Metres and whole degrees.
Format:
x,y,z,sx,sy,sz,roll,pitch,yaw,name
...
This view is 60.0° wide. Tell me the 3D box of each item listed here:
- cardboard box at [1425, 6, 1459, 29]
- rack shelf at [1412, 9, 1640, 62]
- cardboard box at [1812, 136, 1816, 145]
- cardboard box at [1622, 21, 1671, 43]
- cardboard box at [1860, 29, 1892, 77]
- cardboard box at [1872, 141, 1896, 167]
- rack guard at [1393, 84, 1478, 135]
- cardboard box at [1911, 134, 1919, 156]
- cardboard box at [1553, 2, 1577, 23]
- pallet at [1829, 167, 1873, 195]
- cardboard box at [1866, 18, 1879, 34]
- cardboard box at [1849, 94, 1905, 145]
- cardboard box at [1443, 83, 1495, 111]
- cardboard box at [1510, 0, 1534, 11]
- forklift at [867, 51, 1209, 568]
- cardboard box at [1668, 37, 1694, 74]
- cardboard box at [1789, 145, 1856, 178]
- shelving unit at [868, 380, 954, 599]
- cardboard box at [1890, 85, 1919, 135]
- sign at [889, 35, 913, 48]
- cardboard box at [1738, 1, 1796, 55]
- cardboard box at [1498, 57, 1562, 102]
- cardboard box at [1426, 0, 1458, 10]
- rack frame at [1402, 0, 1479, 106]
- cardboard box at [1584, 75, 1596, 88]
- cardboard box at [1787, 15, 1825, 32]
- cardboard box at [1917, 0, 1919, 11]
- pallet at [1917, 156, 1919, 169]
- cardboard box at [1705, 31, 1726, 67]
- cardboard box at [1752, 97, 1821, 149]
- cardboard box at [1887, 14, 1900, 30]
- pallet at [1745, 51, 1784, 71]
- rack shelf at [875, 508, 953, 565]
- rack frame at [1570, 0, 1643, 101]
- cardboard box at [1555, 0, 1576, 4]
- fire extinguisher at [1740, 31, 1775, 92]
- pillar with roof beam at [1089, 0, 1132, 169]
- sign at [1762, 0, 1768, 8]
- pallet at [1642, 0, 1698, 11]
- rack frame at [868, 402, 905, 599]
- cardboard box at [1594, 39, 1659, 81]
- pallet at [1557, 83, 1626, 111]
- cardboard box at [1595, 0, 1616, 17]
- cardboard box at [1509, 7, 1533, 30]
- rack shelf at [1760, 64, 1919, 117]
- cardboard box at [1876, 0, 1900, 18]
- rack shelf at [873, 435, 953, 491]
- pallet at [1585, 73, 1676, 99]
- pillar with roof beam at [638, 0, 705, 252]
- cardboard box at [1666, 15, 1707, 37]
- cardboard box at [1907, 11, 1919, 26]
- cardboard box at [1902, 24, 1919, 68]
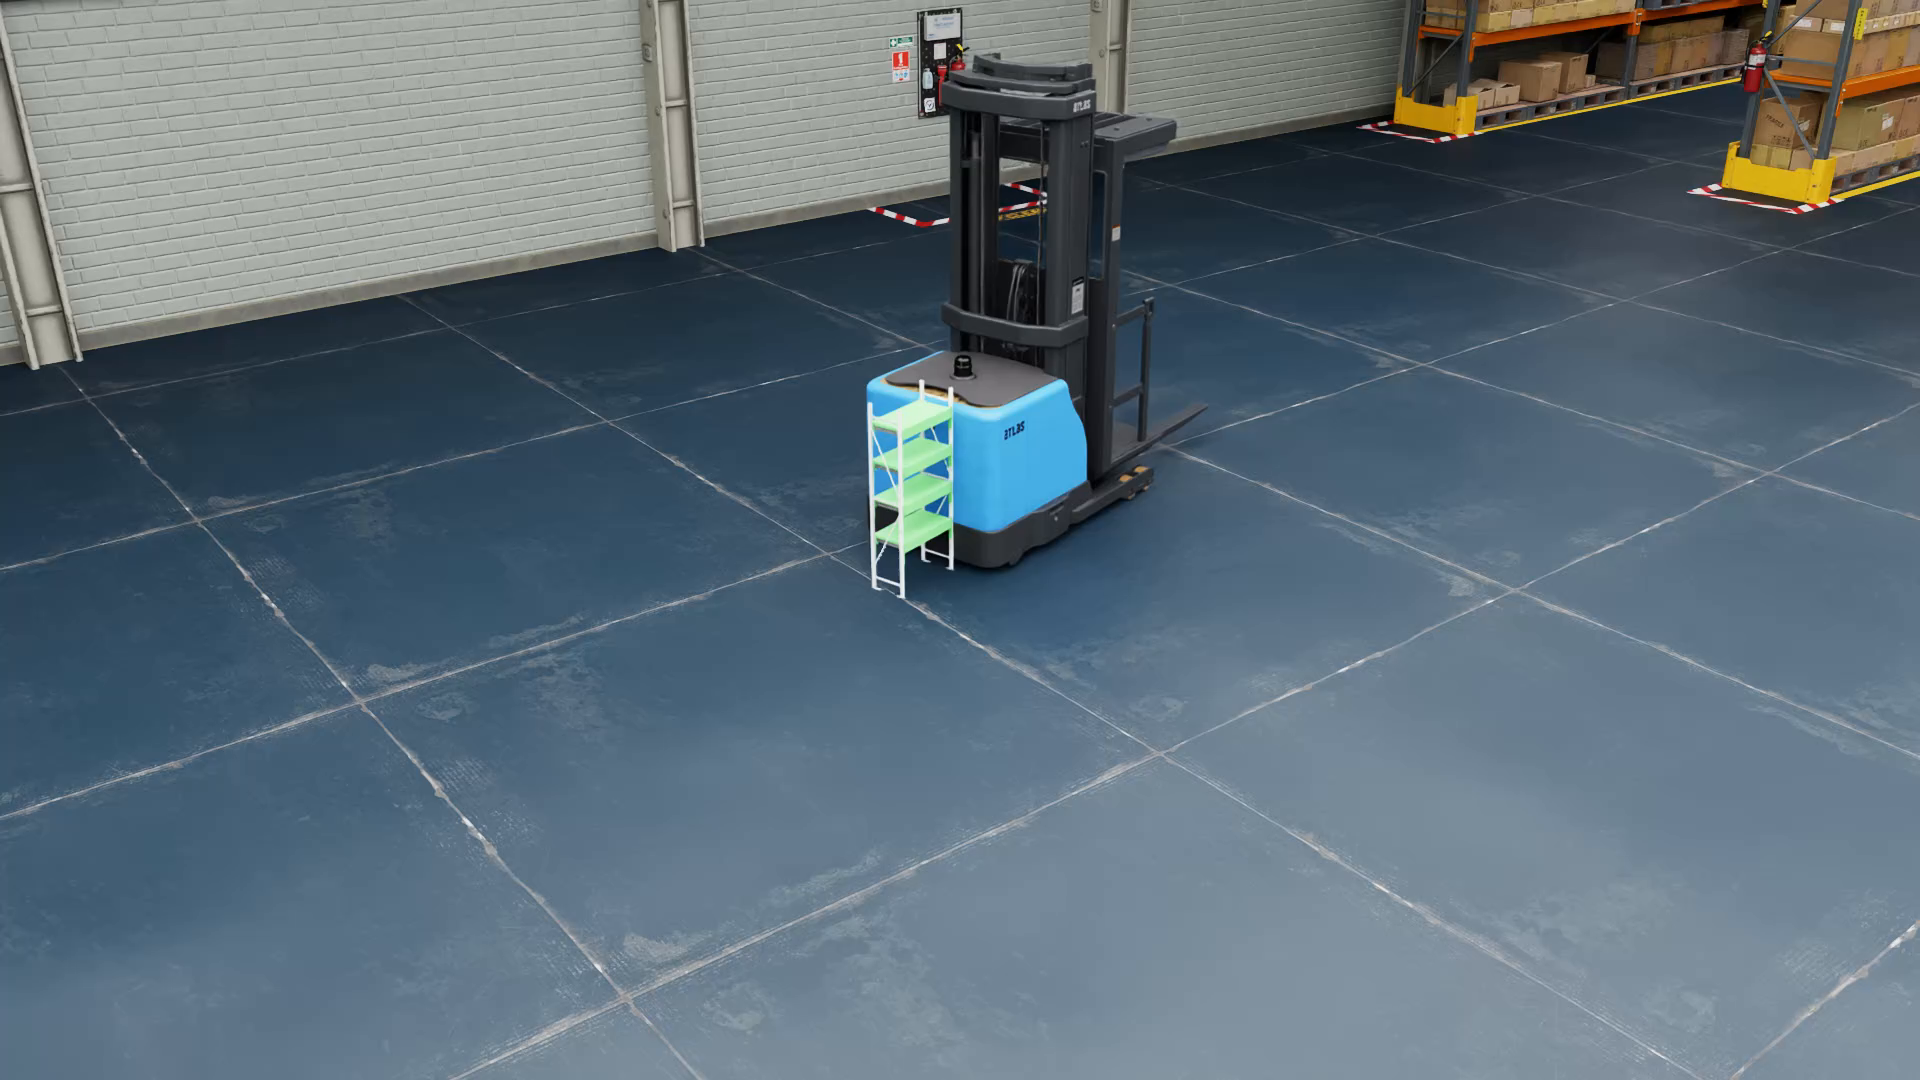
x,y,z,sx,sy,sz,roll,pitch,yaw,name
6.763,-7.207,22.869,0.500,0.250,0.500,-18,30,-33,cardboard box
8.088,-7.273,23.713,4.000,0.370,1.077,-18,31,-34,rack shelf
10.200,-4.754,20.198,0.500,0.250,0.500,-18,31,-34,cardboard box
10.576,-7.837,25.629,0.500,0.250,0.500,-19,31,-35,cardboard box
10.360,-5.740,19.437,0.500,0.500,0.700,-17,30,-33,cardboard box
10.918,-4.710,20.102,0.500,0.250,0.500,-18,31,-34,cardboard box
6.574,-5.966,23.011,0.348,0.500,1.175,-18,31,-34,rack guard
11.708,-4.968,20.659,0.500,0.250,0.500,-18,31,-34,cardboard box
8.298,-7.443,23.379,0.500,0.250,0.500,-18,30,-34,cardboard box
10.150,-4.388,19.953,1.213,0.211,1.003,-18,31,-34,pallet
10.222,-5.880,18.966,0.250,0.149,0.380,-19,31,-35,cardboard box
10.911,-5.054,19.952,0.500,0.500,0.500,-18,31,-34,cardboard box
7.114,-6.210,23.238,0.500,0.311,0.500,-23,33,-40,cardboard box
7.471,-7.511,22.634,0.500,0.500,0.500,-18,30,-34,cardboard box
0.687,-1.716,10.966,1.130,2.935,3.031,17,30,33,forklift
11.033,-7.651,26.120,0.500,0.500,0.700,-18,30,-33,cardboard box
10.133,-4.449,19.540,0.500,0.250,0.500,-18,31,-34,cardboard box
-0.287,-0.302,9.975,0.258,1.200,0.503,17,30,33,shelving unit
11.700,-5.312,20.510,0.500,0.500,0.500,-18,31,-34,cardboard box
-0.648,-5.506,18.378,0.331,0.109,0.001,-18,31,-34,sign
13.469,-8.521,27.602,0.750,0.750,0.750,-19,31,-35,cardboard box
8.171,-6.618,23.893,0.500,0.500,0.700,-21,32,-37,cardboard box
6.754,-7.554,22.727,0.500,0.500,0.500,-19,31,-35,cardboard box
6.514,-7.080,22.442,0.127,3.000,1.000,-18,31,-34,rack frame
9.260,-6.884,24.864,0.380,0.166,0.250,22,33,39,cardboard box
9.757,-5.942,19.100,0.250,0.149,0.380,-19,31,-35,cardboard box
11.192,-6.604,19.757,0.500,0.500,0.700,-18,31,-34,cardboard box
12.070,-5.021,21.319,1.213,0.211,1.003,-18,31,-34,pallet
11.798,-7.924,26.708,0.500,0.500,0.700,-18,31,-34,cardboard box
9.812,-4.961,19.753,0.500,0.500,0.500,-18,31,-34,cardboard box
10.619,-6.009,19.244,0.250,0.149,0.380,-19,31,-35,cardboard box
13.477,-8.073,27.894,1.213,0.211,1.003,-18,31,-34,pallet
-0.287,-0.026,10.103,0.258,0.148,0.480,17,30,33,rack shelf
9.662,-8.119,24.681,0.127,3.000,1.000,-18,31,-34,rack frame
8.280,-7.781,23.216,0.500,0.500,0.500,-17,30,-32,cardboard box
9.194,-5.528,19.190,0.183,0.674,0.296,-18,31,-34,fire extinguisher
4.466,-7.285,15.757,0.400,9.000,9.100,-18,31,-34,pillar with roof beam
9.250,-6.256,19.010,0.005,0.325,0.100,-18,31,-34,sign
10.353,-8.182,25.045,1.213,0.211,1.003,-18,31,-34,pallet
-0.433,-0.220,9.798,0.240,1.200,0.015,17,30,33,rack frame
10.231,-7.381,25.538,0.500,0.500,0.700,-17,30,-32,cardboard box
9.155,-6.668,24.867,1.213,0.211,1.003,-18,31,-34,pallet
9.079,-7.710,23.954,0.500,0.250,0.500,-18,30,-34,cardboard box
7.494,-7.182,22.817,0.500,0.250,0.500,-19,31,-36,cardboard box
11.148,-5.633,20.179,4.000,0.370,1.077,-18,31,-34,rack shelf
10.402,-6.343,19.194,0.500,0.500,0.700,-19,31,-35,cardboard box
-0.287,-0.462,9.901,0.258,0.148,0.480,17,30,33,rack shelf
10.274,-7.057,25.705,1.213,0.211,1.003,-18,31,-34,pallet
-0.255,-5.726,12.399,0.400,9.000,9.100,-18,31,-34,pillar with roof beam
11.386,-8.097,26.189,0.500,0.250,0.500,-18,31,-34,cardboard box
11.028,-6.145,19.539,0.250,0.149,0.380,-19,31,-35,cardboard box
11.166,-6.005,20.008,0.500,0.500,0.700,-17,30,-33,cardboard box
